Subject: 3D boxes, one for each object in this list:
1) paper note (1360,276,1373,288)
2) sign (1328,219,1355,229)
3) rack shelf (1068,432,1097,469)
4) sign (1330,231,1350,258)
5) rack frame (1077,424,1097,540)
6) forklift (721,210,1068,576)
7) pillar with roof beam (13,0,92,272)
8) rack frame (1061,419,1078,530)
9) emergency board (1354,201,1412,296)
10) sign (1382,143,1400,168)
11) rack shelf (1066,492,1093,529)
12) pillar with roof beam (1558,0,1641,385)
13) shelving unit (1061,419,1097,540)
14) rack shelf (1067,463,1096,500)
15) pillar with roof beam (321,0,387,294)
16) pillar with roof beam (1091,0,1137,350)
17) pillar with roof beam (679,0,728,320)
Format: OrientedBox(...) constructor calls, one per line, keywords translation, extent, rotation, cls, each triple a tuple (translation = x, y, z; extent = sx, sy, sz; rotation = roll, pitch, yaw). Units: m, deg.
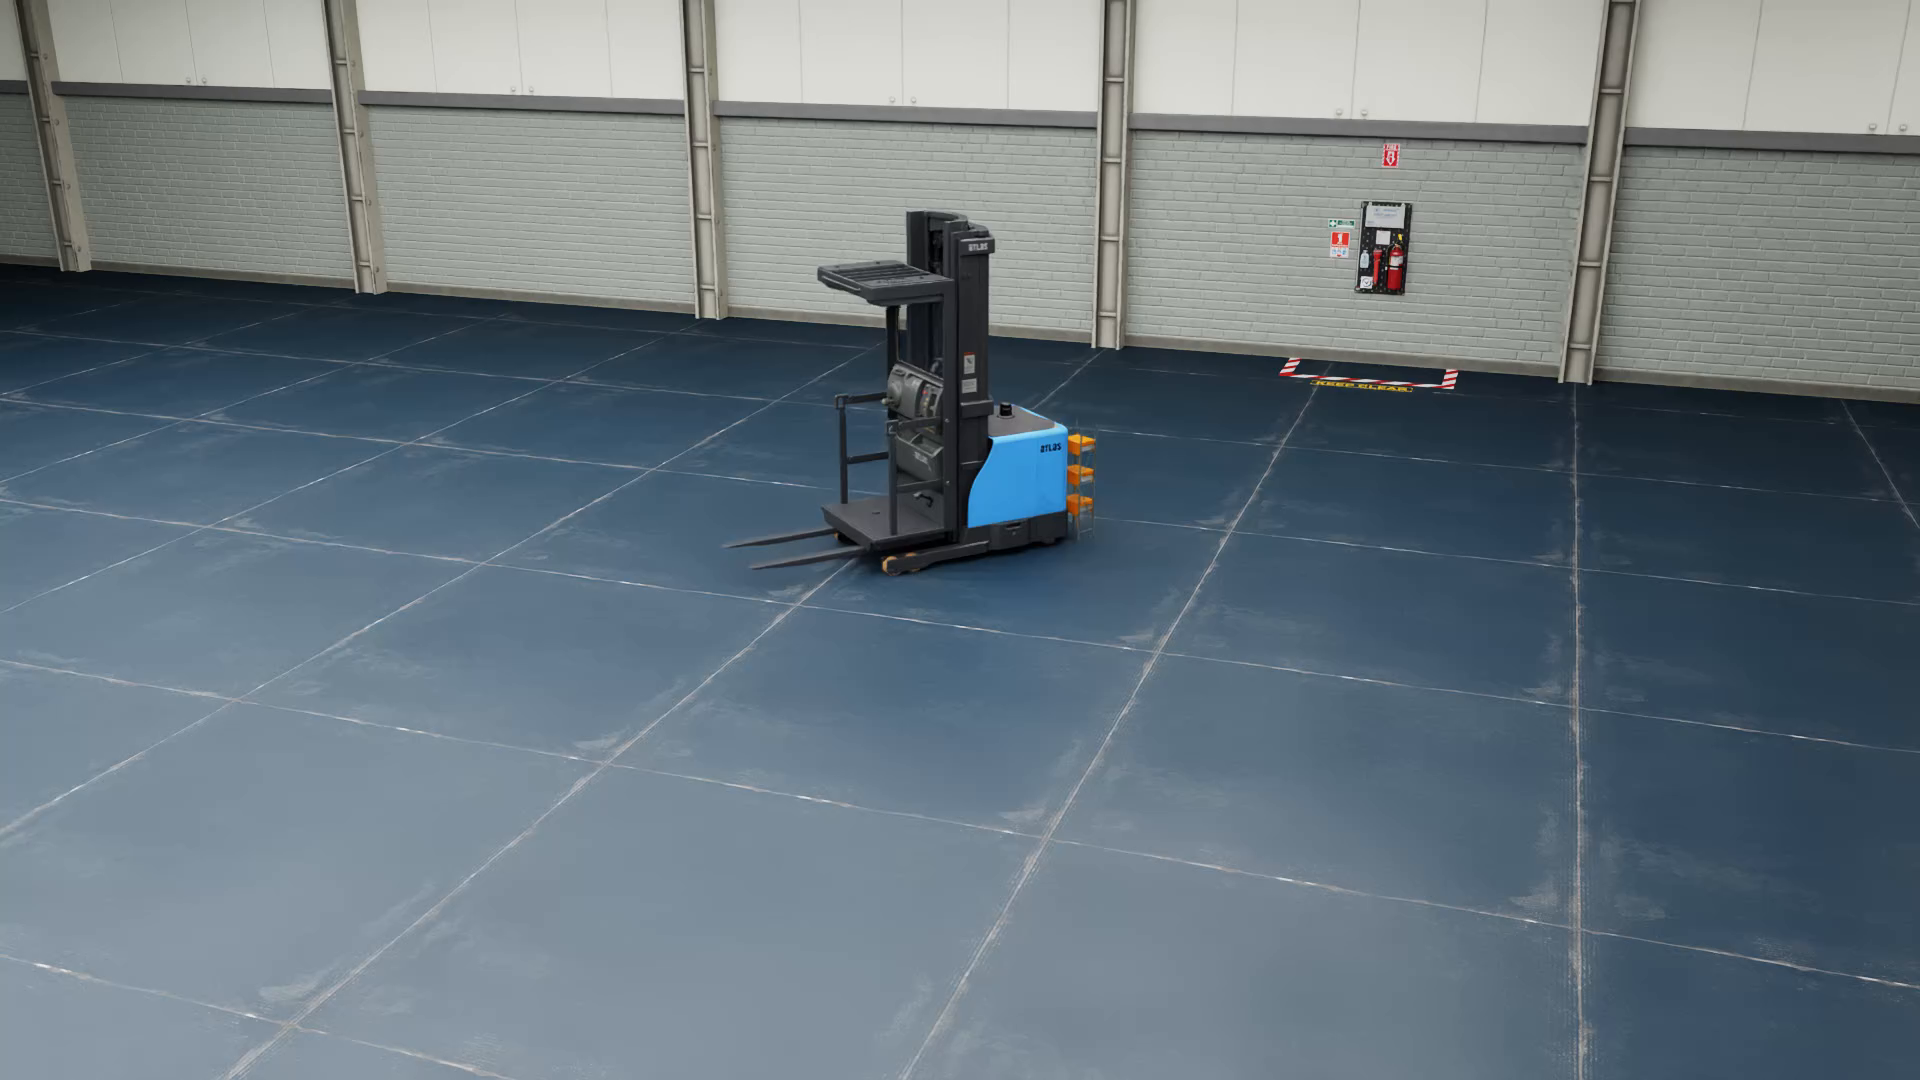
OrientedBox(translation=(5.219, -3.308, 21.347), extent=(0.142, 0.148, 0.016), rotation=(7, 20, 18), cls="paper note")
OrientedBox(translation=(4.877, -4.039, 21.246), extent=(0.331, 0.109, 0.001), rotation=(7, 20, 18), cls="sign")
OrientedBox(translation=(1.065, -0.802, 14.950), extent=(0.215, 0.259, 0.240), rotation=(-15, 24, -38), cls="rack shelf")
OrientedBox(translation=(4.876, -3.792, 21.343), extent=(0.234, 0.329, 0.001), rotation=(7, 20, 18), cls="sign")
OrientedBox(translation=(1.143, -0.513, 14.952), extent=(0.200, 1.050, 0.008), rotation=(-15, 24, -38), cls="rack frame")
OrientedBox(translation=(-0.571, -1.273, 14.276), extent=(3.031, 2.935, 1.130), rotation=(-10, 22, -27), cls="forklift")
OrientedBox(translation=(-16.398, -7.491, 22.896), extent=(0.400, 9.000, 9.100), rotation=(7, 20, 18), cls="pillar with roof beam")
OrientedBox(translation=(0.984, -0.574, 15.126), extent=(0.200, 1.050, 0.008), rotation=(-15, 24, -38), cls="rack frame")
OrientedBox(translation=(5.364, -3.683, 21.086), extent=(0.643, 1.169, 0.194), rotation=(7, 20, 18), cls="emergency board")
OrientedBox(translation=(5.389, -4.810, 20.795), extent=(0.199, 0.298, 0.001), rotation=(7, 20, 18), cls="sign")
OrientedBox(translation=(1.062, -0.271, 15.133), extent=(0.215, 0.259, 0.240), rotation=(-15, 24, -38), cls="rack shelf")
OrientedBox(translation=(6.273, -4.899, 15.458), extent=(0.400, 9.000, 9.100), rotation=(7, 20, 18), cls="pillar with roof beam")
OrientedBox(translation=(1.063, -0.544, 15.039), extent=(0.215, 1.050, 0.252), rotation=(-15, 24, -38), cls="shelving unit")
OrientedBox(translation=(1.063, -0.534, 15.043), extent=(0.215, 0.259, 0.240), rotation=(-15, 24, -38), cls="rack shelf")
OrientedBox(translation=(-10.730, -6.843, 21.036), extent=(0.400, 9.000, 9.100), rotation=(7, 20, 18), cls="pillar with roof beam")
OrientedBox(translation=(0.605, -5.547, 17.318), extent=(0.400, 9.000, 9.100), rotation=(7, 20, 18), cls="pillar with roof beam")
OrientedBox(translation=(-5.062, -6.195, 19.177), extent=(0.400, 9.000, 9.100), rotation=(7, 20, 18), cls="pillar with roof beam")
